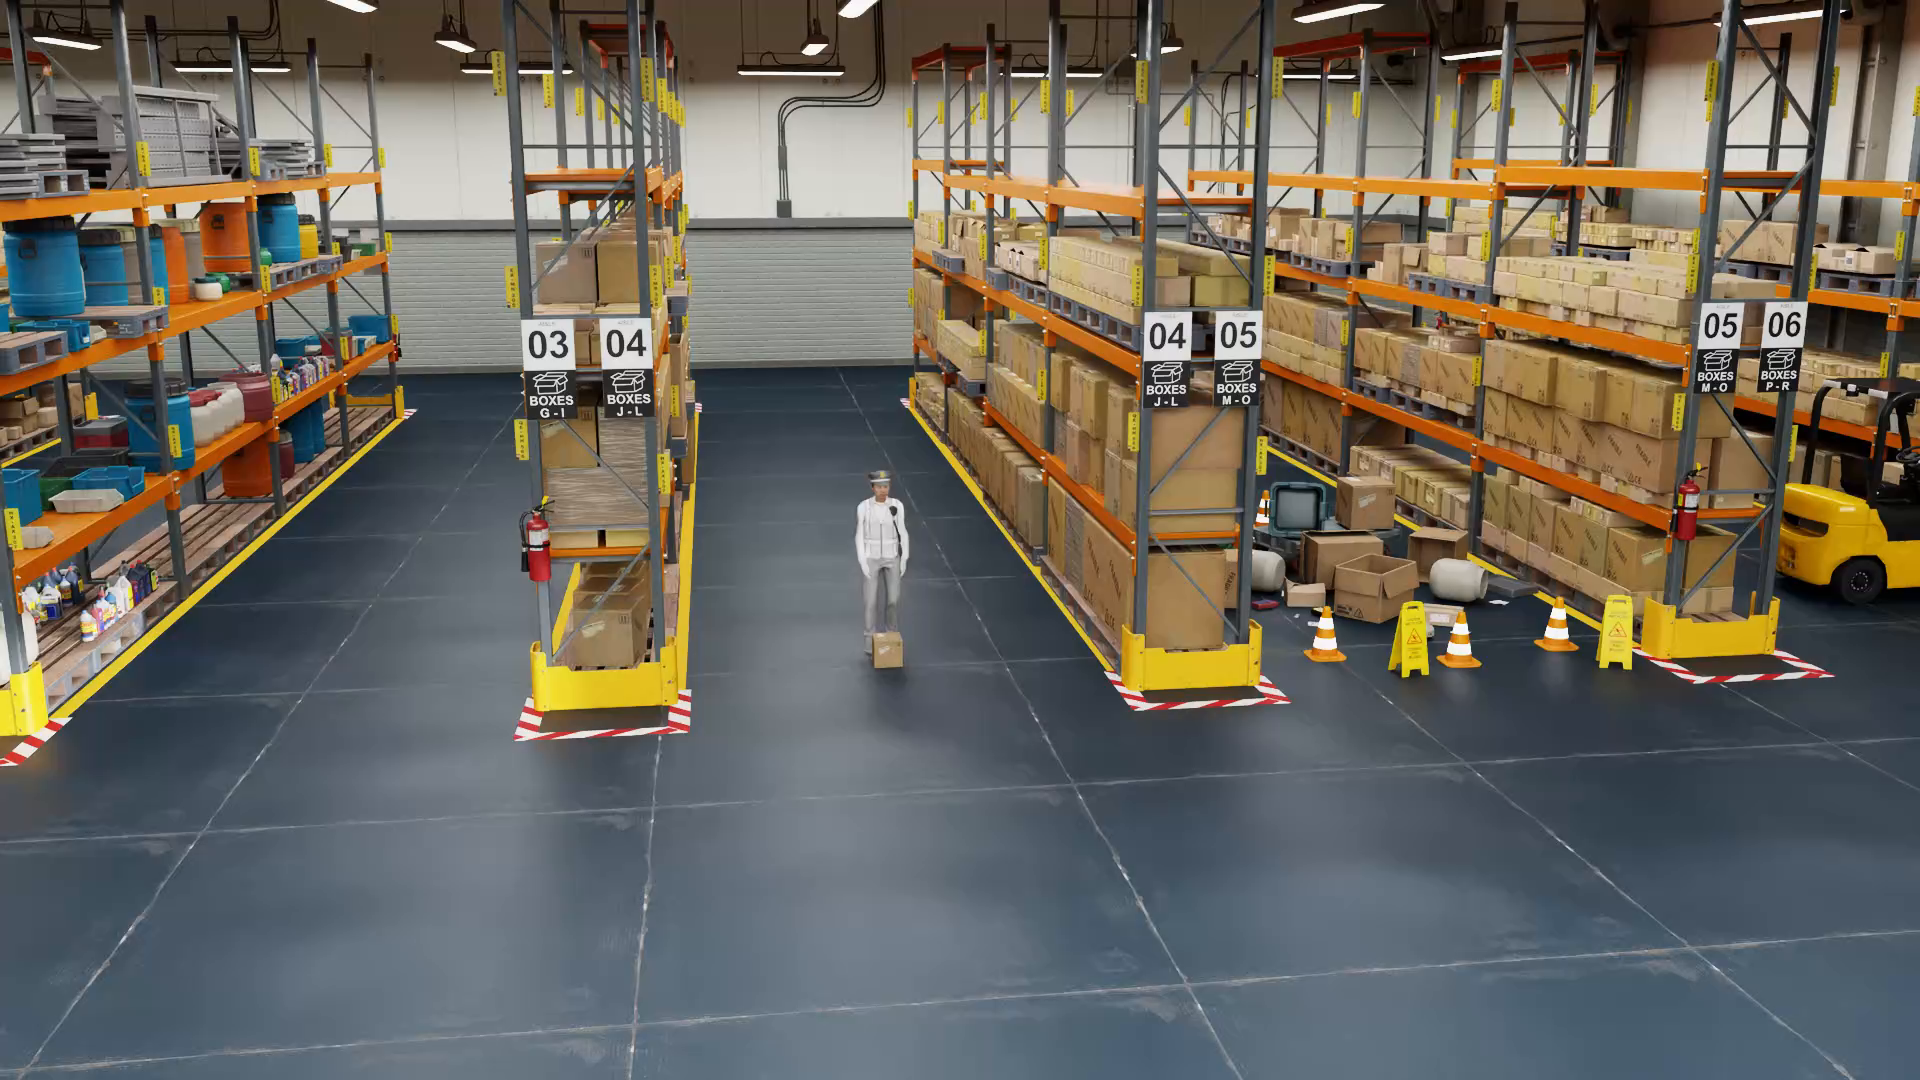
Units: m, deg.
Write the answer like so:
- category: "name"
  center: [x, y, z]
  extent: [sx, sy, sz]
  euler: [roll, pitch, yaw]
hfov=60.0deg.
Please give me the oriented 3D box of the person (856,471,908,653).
- category: "person"
  center: [-0.709, 0.207, 15.196]
  extent: [0.477, 1.729, 0.374]
  euler: [-2, 13, -7]
